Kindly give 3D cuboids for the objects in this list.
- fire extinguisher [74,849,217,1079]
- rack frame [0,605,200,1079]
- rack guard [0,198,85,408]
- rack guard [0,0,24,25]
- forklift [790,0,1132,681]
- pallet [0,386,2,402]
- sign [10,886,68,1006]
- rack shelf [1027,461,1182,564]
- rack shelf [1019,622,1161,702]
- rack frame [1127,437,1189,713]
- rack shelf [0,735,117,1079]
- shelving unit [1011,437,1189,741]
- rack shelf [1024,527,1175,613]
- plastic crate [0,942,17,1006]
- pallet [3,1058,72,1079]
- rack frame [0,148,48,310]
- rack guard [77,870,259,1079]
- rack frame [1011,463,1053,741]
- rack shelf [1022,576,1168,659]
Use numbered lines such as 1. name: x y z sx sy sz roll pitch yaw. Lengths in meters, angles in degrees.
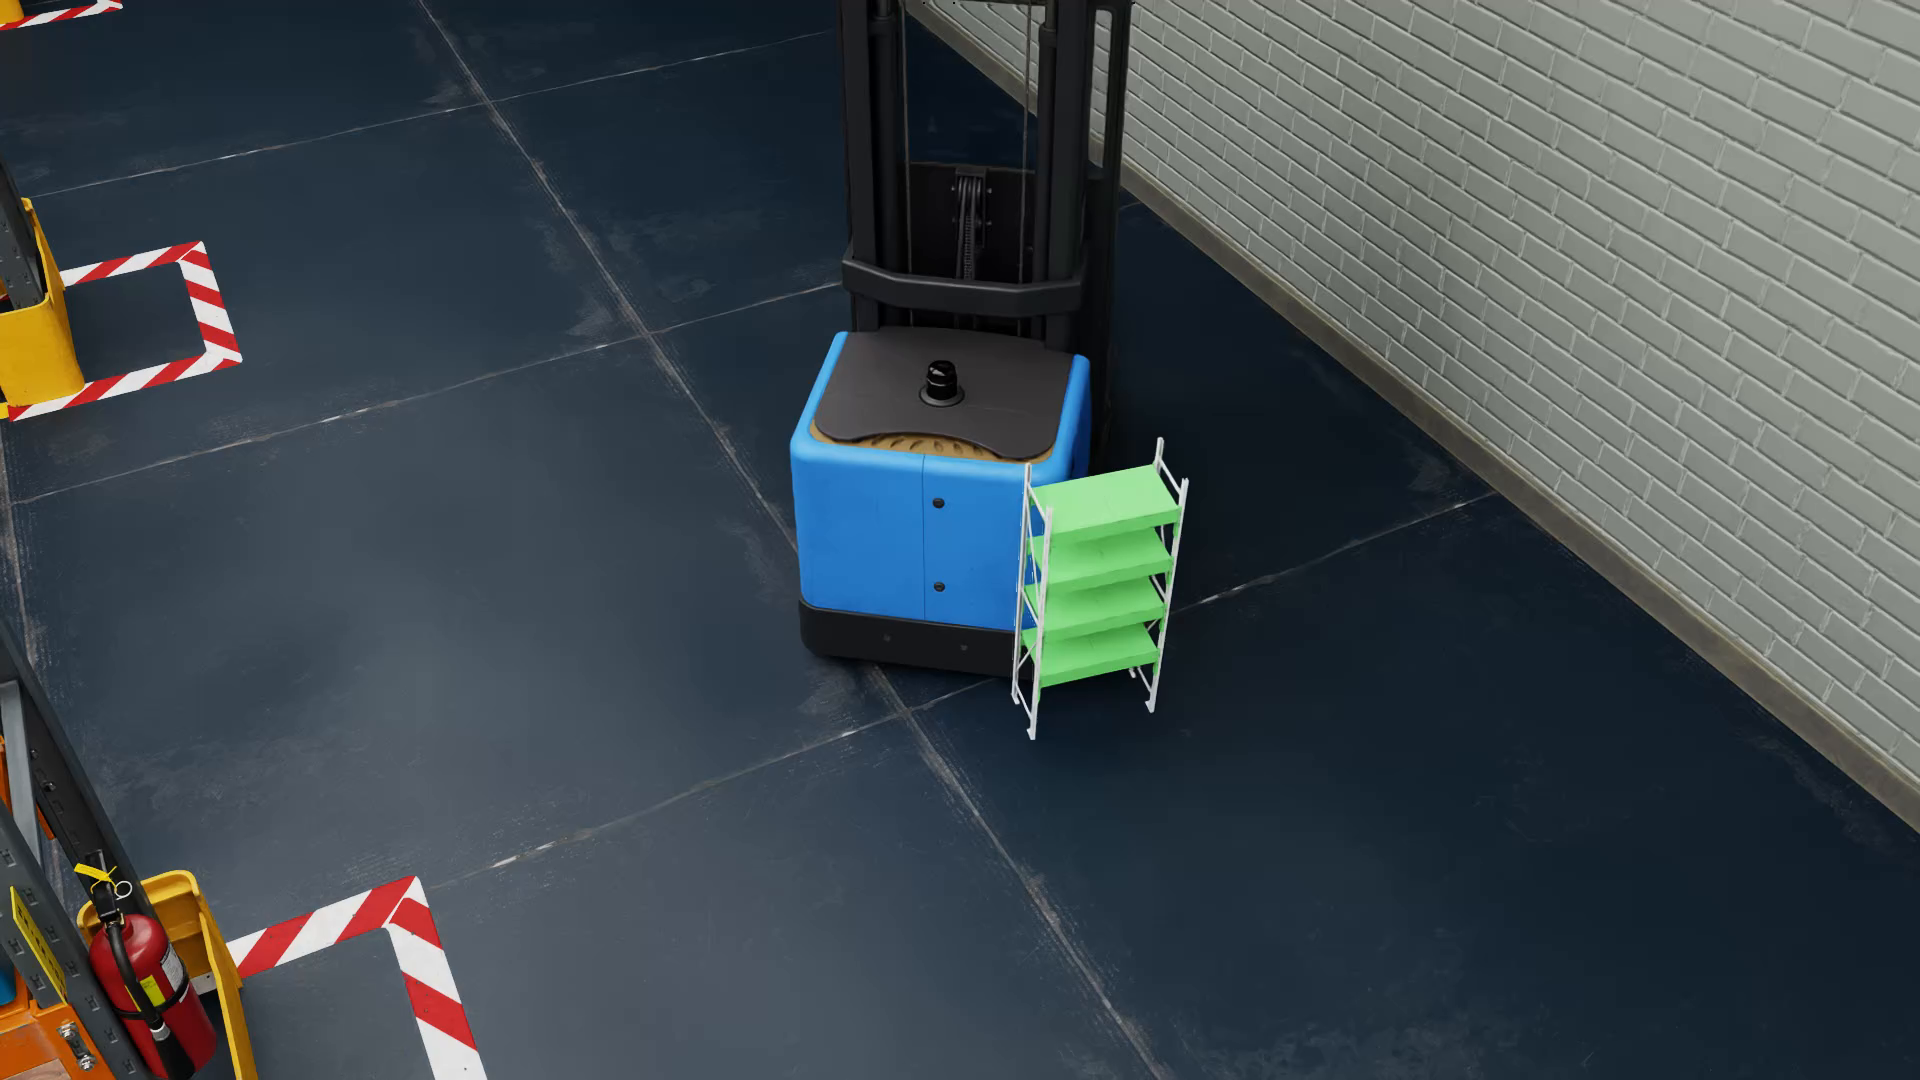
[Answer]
1. fire extinguisher: -1.986 1.051 4.035 0.183 0.674 0.296 -19 44 -21
2. rack frame: -2.330 0.664 4.144 0.127 3.000 1.000 -19 44 -21
3. rack guard: -4.682 -1.199 8.279 0.348 0.500 1.175 -19 44 -21
4. rack guard: -6.885 -4.066 11.667 0.348 0.500 1.175 -19 44 -21
5. forklift: 0.128 -1.526 6.784 1.130 2.935 3.031 7 41 8
6. pallet: -5.388 -0.850 8.091 1.213 0.211 1.003 -19 44 -21
7. sign: -2.061 0.912 3.725 0.005 0.325 0.100 -19 44 -21
8. rack shelf: 0.495 -0.098 5.782 0.480 0.148 0.258 -11 45 -13
9. rack shelf: 0.482 0.423 6.279 0.480 0.148 0.258 -11 45 -13
10. rack frame: 0.721 0.156 6.125 0.015 1.200 0.240 -11 45 -13
11. rack shelf: -4.103 1.535 3.671 4.000 0.370 1.077 -19 44 -21
12. shelving unit: 0.488 0.203 6.069 0.503 1.200 0.258 -11 45 -13
13. rack shelf: 0.491 0.076 5.947 0.480 0.148 0.258 -11 45 -13
14. plastic crate: -2.540 0.834 3.869 0.499 0.435 0.616 -19 44 -21
15. pallet: -3.079 1.952 4.781 1.213 0.211 1.003 -19 44 -21
16. rack frame: -4.614 -2.176 7.499 0.127 3.000 1.000 -19 44 -21
17. rack guard: -2.314 1.603 4.969 0.348 0.500 1.175 -19 44 -21
18. rack frame: 0.255 0.251 6.013 0.015 1.200 0.240 -11 45 -13
19. rack shelf: 0.487 0.249 6.113 0.480 0.148 0.258 -11 45 -13
